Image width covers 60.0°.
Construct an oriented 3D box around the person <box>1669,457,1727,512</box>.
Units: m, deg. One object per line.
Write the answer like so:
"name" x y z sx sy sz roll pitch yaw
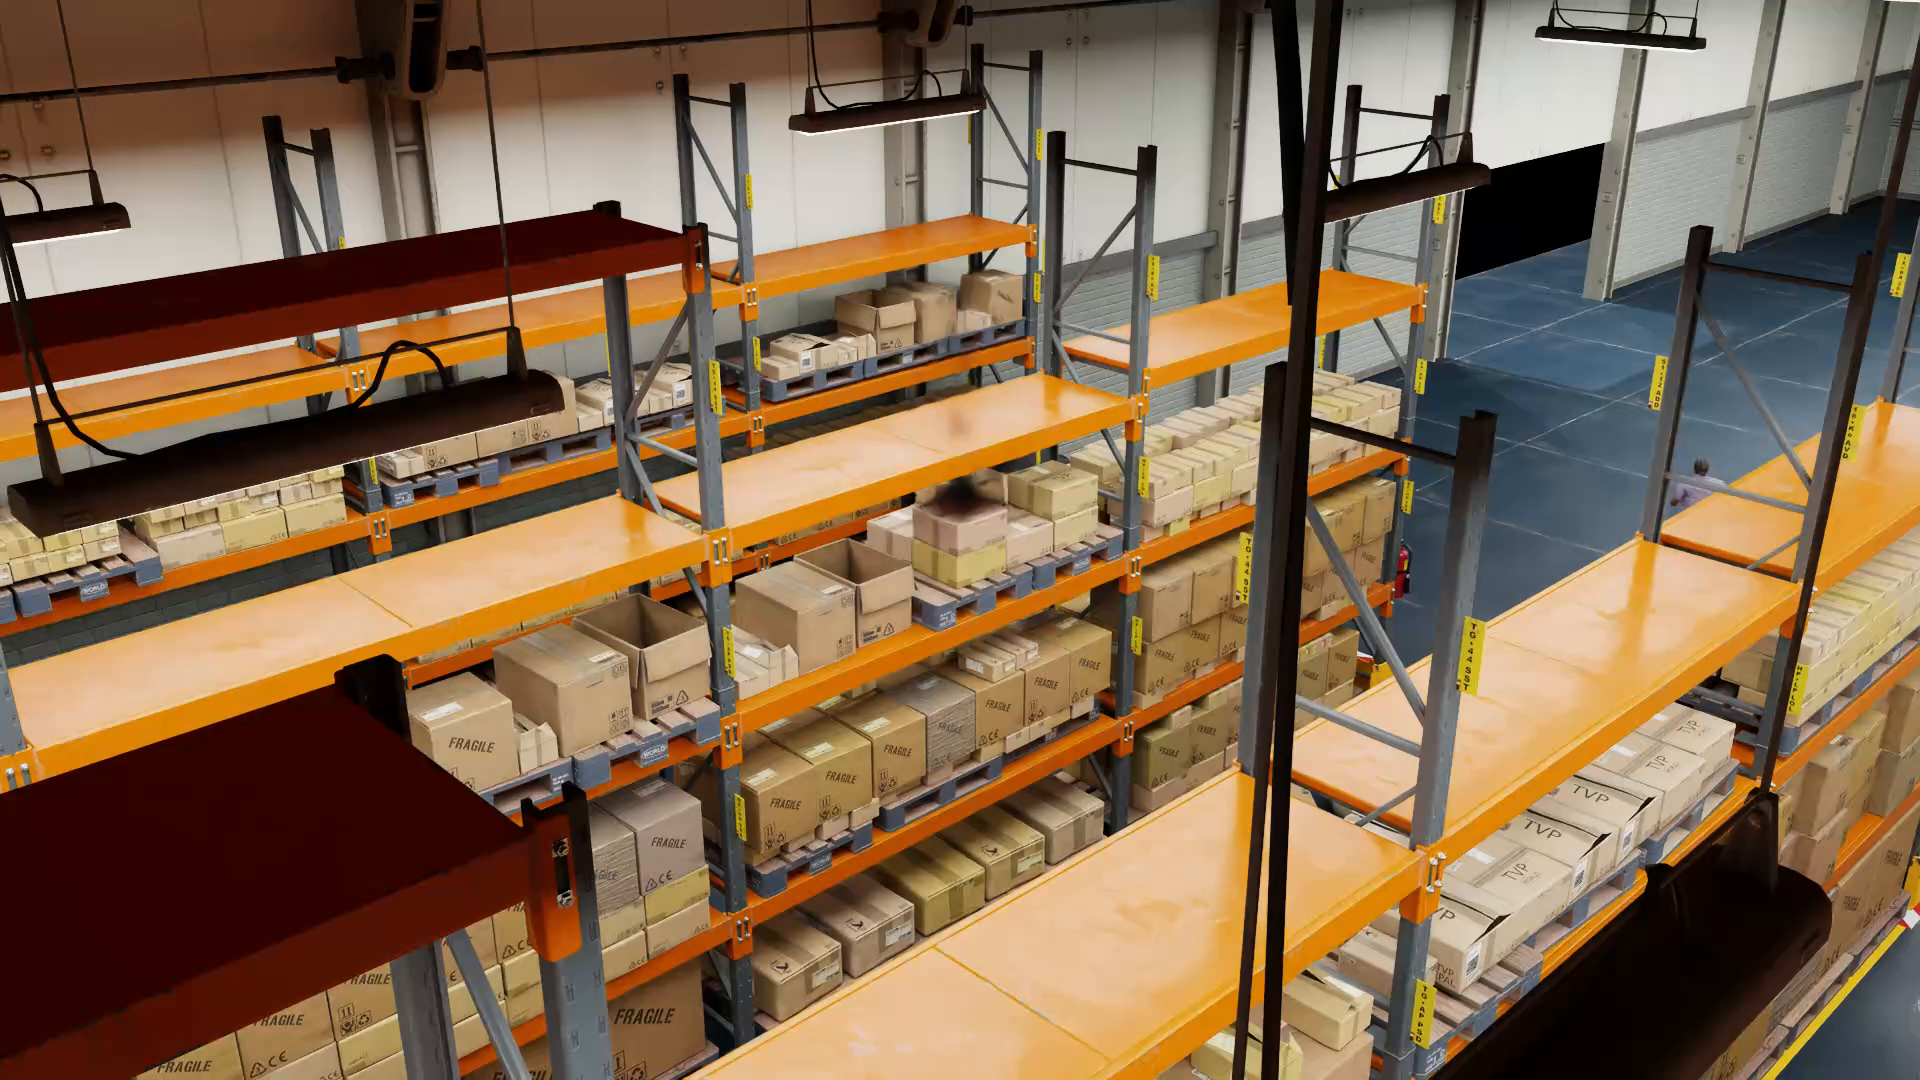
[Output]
"person" 8.441 -0.144 19.071 0.630 1.644 0.771 2 23 5
